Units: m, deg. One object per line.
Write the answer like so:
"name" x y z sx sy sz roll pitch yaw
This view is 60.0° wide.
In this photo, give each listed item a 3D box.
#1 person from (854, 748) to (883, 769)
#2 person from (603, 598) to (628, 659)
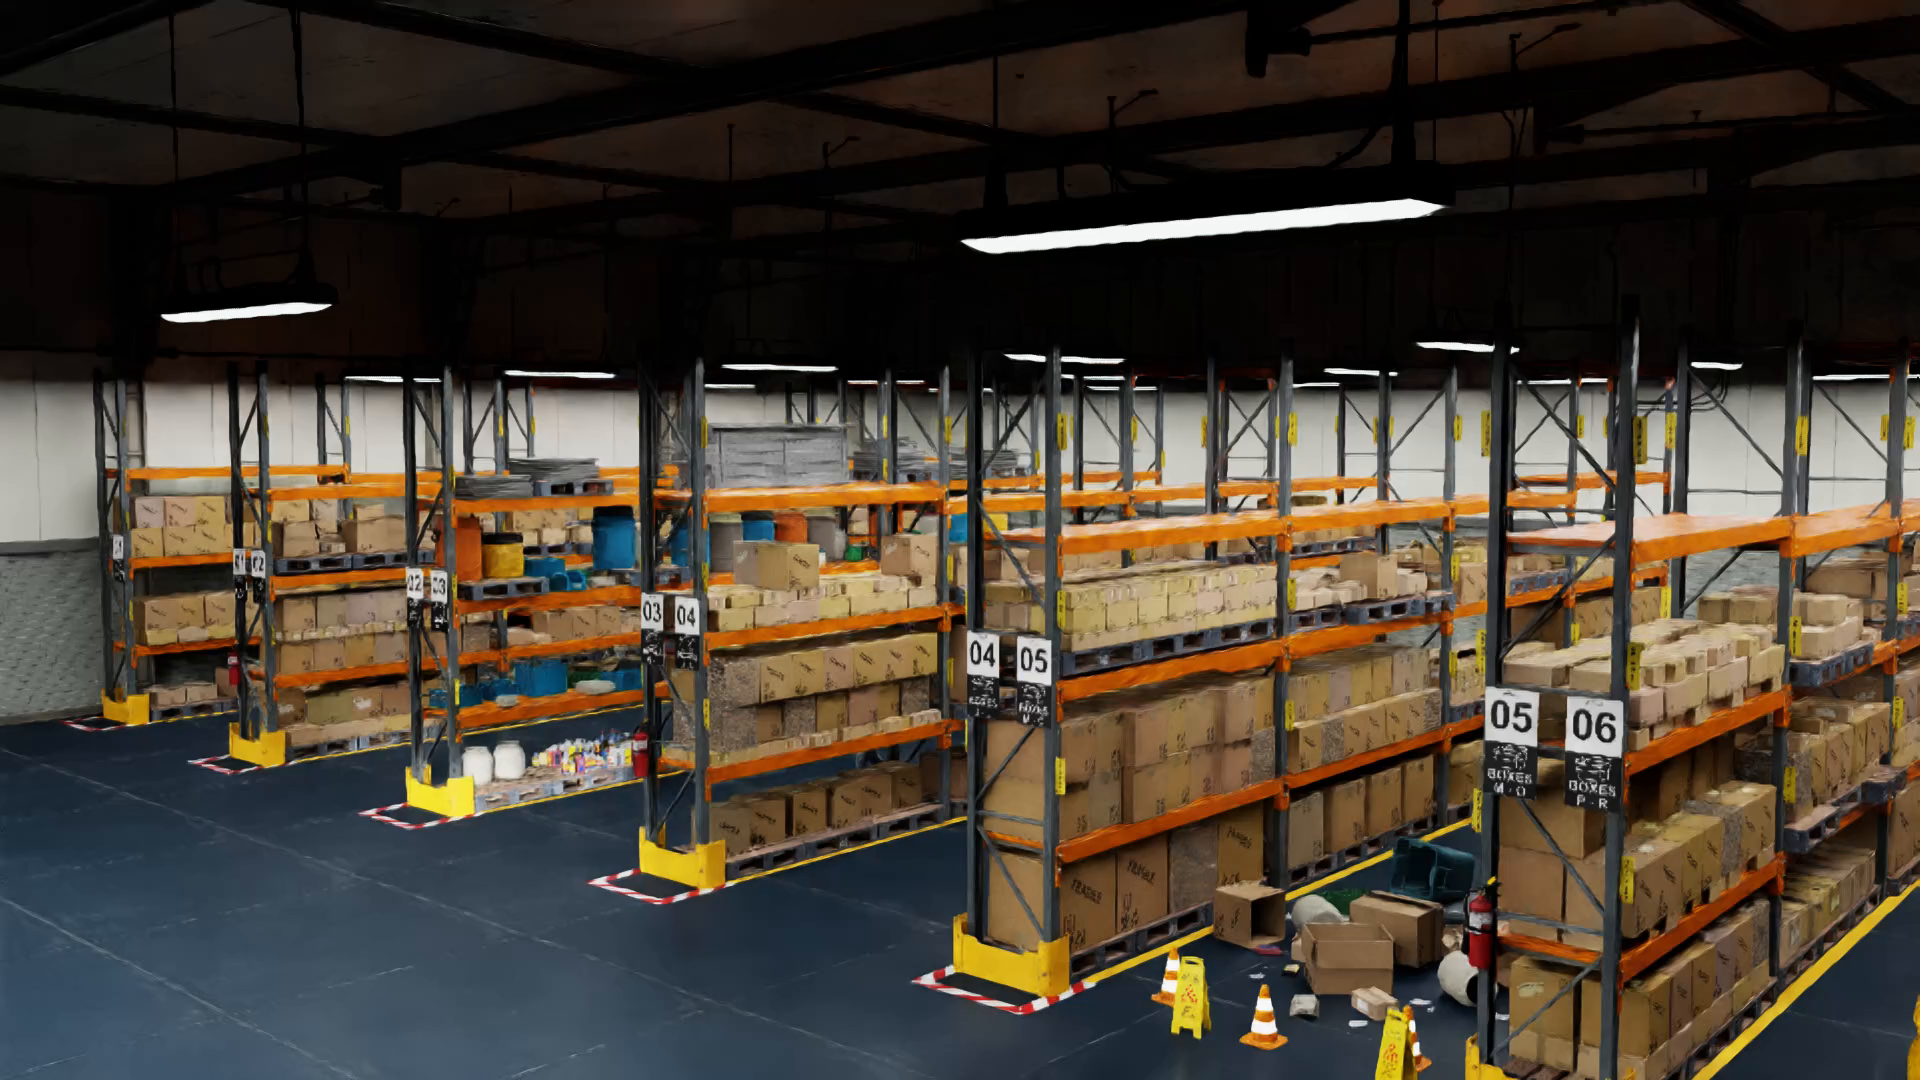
"person" -1.360 2.624 22.854 0.579 1.688 1.099 4 6 44
"person" -6.709 1.914 32.508 0.729 1.733 0.542 3 5 39
